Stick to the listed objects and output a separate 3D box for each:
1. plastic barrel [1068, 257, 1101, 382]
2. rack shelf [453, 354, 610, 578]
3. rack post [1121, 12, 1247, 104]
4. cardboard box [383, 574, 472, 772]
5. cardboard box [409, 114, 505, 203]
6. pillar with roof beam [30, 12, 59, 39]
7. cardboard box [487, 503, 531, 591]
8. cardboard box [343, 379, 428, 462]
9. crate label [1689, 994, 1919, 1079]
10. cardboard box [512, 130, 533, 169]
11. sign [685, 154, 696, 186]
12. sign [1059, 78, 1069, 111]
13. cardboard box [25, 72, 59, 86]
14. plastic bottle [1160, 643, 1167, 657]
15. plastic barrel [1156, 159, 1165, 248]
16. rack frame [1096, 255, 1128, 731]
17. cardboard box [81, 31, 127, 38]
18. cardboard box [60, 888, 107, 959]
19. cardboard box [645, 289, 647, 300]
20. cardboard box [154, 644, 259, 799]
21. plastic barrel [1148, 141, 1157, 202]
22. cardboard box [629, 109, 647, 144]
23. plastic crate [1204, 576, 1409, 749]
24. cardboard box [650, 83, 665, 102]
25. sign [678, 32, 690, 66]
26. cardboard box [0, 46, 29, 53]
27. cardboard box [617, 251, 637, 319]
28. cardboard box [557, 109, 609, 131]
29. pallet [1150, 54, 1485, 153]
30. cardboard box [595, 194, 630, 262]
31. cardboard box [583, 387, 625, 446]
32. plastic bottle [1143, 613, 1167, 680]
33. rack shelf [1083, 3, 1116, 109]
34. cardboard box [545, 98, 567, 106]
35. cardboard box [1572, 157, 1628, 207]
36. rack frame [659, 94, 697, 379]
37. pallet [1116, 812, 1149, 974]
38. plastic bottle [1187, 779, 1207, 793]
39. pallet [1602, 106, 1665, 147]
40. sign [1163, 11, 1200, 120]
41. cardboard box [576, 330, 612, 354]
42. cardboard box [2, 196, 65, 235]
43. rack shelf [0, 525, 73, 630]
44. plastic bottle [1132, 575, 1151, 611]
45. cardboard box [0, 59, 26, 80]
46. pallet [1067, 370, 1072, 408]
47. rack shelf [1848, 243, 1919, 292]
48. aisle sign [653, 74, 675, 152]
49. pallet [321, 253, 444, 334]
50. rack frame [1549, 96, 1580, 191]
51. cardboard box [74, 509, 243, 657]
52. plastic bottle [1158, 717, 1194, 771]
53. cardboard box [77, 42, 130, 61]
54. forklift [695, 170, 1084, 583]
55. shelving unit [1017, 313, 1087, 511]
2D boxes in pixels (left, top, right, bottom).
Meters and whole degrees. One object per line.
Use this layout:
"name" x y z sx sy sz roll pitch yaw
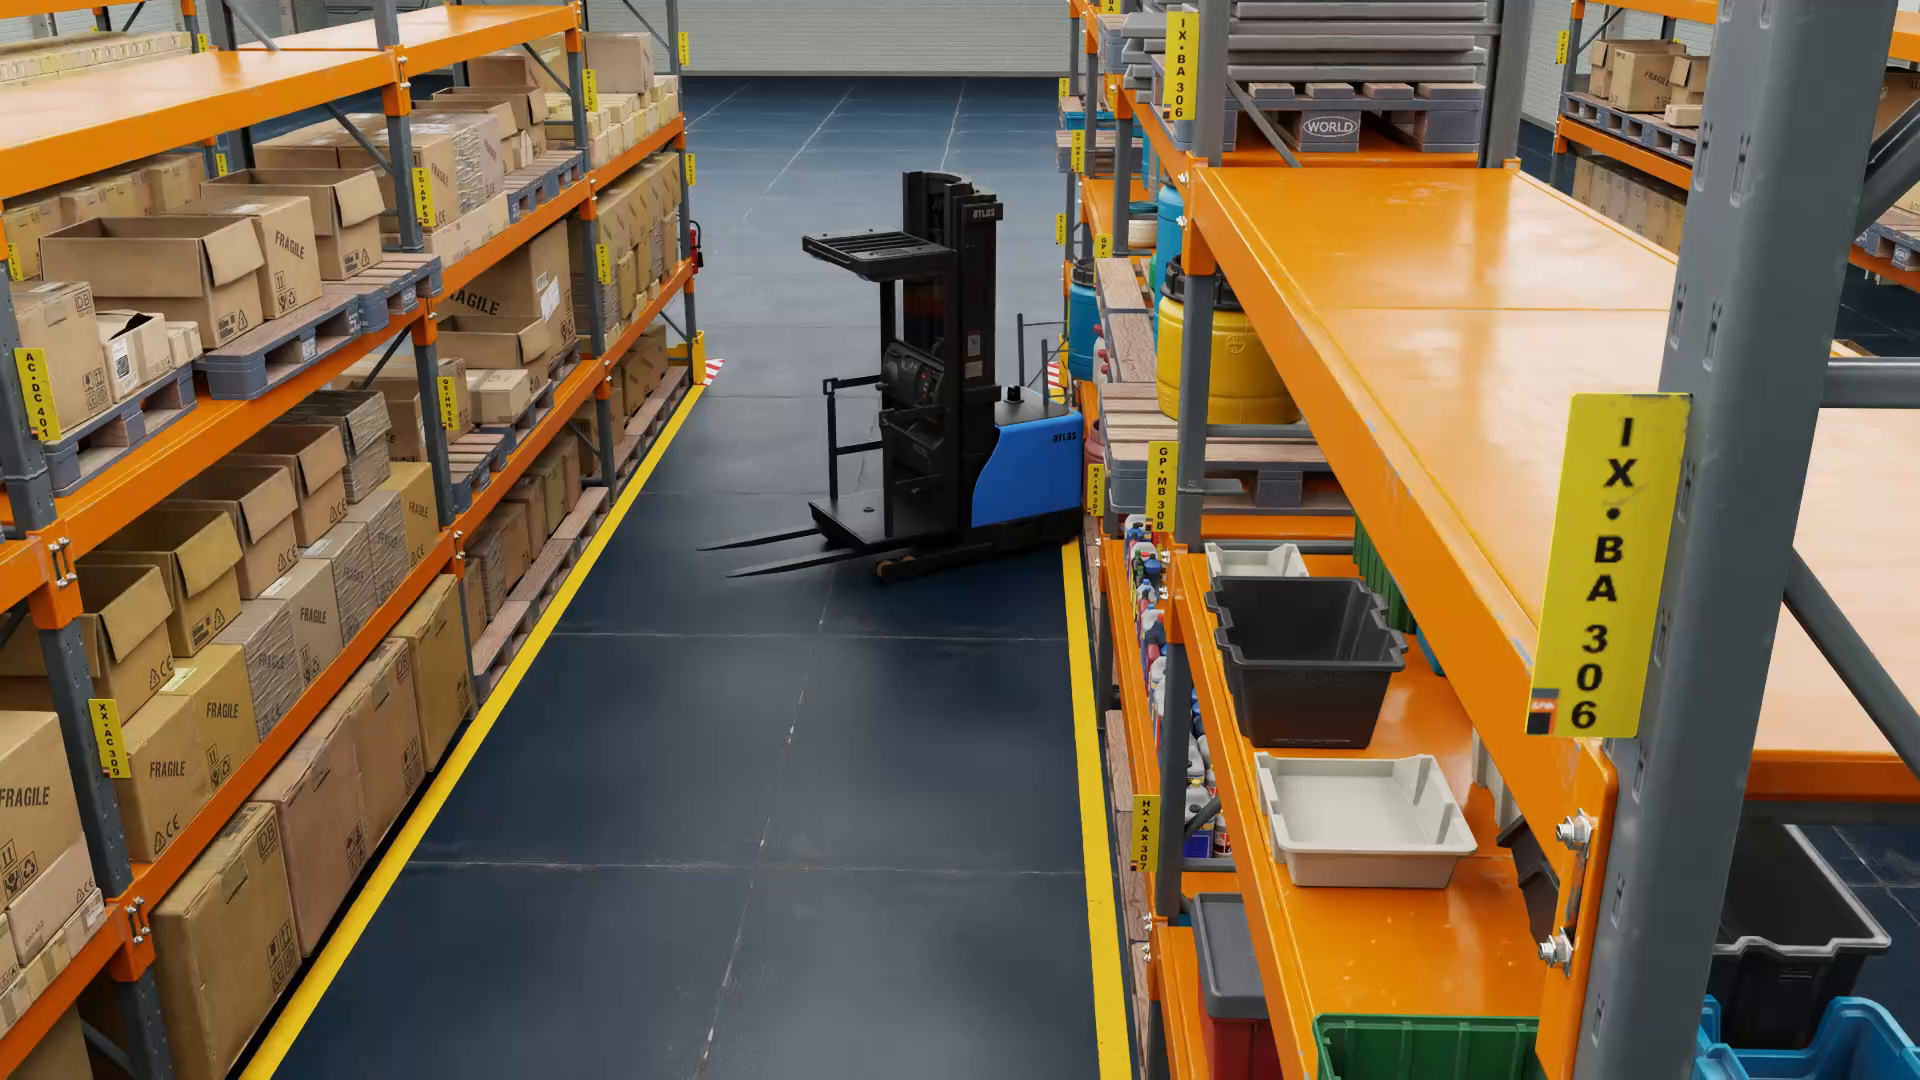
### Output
"plastic barrel" 1.168 -1.762 13.230 0.600 0.901 0.708 1 21 2
"rack shelf" -3.529 -0.660 12.079 1.077 0.370 4.000 1 21 2
"rack post" 1.174 -2.069 7.112 0.937 0.300 0.954 3 21 7
"cardboard box" -3.631 0.771 9.751 1.225 0.875 0.875 0 21 -1
"cardboard box" -3.291 -2.483 10.806 0.500 0.500 0.500 0 21 0
"pillar with roof beam" -14.285 -12.343 32.901 9.100 9.000 0.400 1 21 2
"cardboard box" -3.575 0.039 12.128 0.700 0.500 0.500 2 21 6
"cardboard box" -3.613 -0.711 10.495 0.500 0.500 0.500 -2 21 -5
"crate label" 1.469 1.015 2.825 0.408 0.251 0.502 1 21 2
"cardboard box" -3.396 -2.910 12.339 0.396 0.266 0.258 1 21 4
"sign" -2.792 -3.839 17.239 0.100 0.325 0.005 1 21 2
"sign" 1.055 -4.521 16.875 0.100 0.325 0.005 1 21 2
"cardboard box" -8.114 -3.876 14.302 0.500 0.250 0.500 0 21 1
"plastic bottle" 1.007 0.605 8.000 0.097 0.271 0.097 0 21 0
"plastic barrel" 1.341 -1.807 8.719 0.600 0.830 0.708 1 21 2
"rack frame" 1.361 -0.218 9.945 1.000 3.000 0.127 1 21 2
"cardboard box" -8.629 -5.035 16.737 0.380 0.149 0.250 1 21 2
"cardboard box" -3.393 1.405 6.110 0.380 0.149 0.250 1 21 2
"cardboard box" -3.166 -2.310 15.682 0.380 0.149 0.250 1 21 2
"cardboard box" -3.433 0.782 7.230 0.500 0.500 0.500 1 21 2
"plastic barrel" 1.664 -2.874 11.949 0.600 0.901 0.600 0 21 0
"cardboard box" -3.153 -3.769 15.156 0.500 0.250 0.500 0 21 1
"plastic crate" 0.928 0.337 4.548 0.497 0.269 0.590 1 21 2
"cardboard box" -3.050 -4.292 15.953 0.380 0.149 0.250 1 21 2
"sign" -2.792 -4.963 16.803 0.100 0.325 0.005 1 21 2
"cardboard box" -8.684 -4.390 15.077 0.380 0.149 0.250 1 21 2
"cardboard box" -3.342 -2.247 14.623 0.875 0.500 0.500 1 21 2
"cardboard box" -3.180 -3.543 14.022 0.380 0.149 0.250 1 21 2
"pallet" 1.234 -1.594 6.010 1.003 0.211 1.213 1 21 2
"cardboard box" -3.186 -2.711 14.438 0.500 0.500 0.500 1 21 2
"cardboard box" -3.406 -1.101 15.094 0.500 0.500 0.500 8 22 19
"plastic bottle" 0.974 0.517 8.118 0.144 0.351 0.185 1 21 2
"rack shelf" 1.422 -3.216 10.926 1.077 0.370 4.000 1 21 2
"cardboard box" -3.712 -3.831 14.764 0.380 0.149 0.250 2 21 4
"cardboard box" 6.527 -3.519 16.519 0.700 0.500 0.500 1 21 2
"rack frame" -3.346 -3.165 17.540 1.000 3.000 0.127 1 21 2
"pallet" 1.339 1.807 8.579 1.003 0.211 1.213 1 21 2
"plastic bottle" 0.969 1.085 6.861 0.097 0.201 0.097 0 21 0
"pallet" 6.474 -3.714 14.931 1.003 0.211 1.213 1 21 2
"sign" 0.690 -1.478 5.187 0.100 0.325 0.005 1 21 2
"cardboard box" -3.161 -1.676 14.050 0.380 0.149 0.250 1 21 2
"cardboard box" -8.476 -2.717 14.683 0.875 0.550 0.550 1 21 2
"rack shelf" -3.772 0.834 4.081 1.077 0.370 4.000 1 21 2
"plastic bottle" 0.976 0.284 8.924 0.097 0.201 0.097 0 21 0
"cardboard box" -8.065 -3.926 13.879 0.380 0.149 0.250 0 21 1
"pallet" 1.619 -1.489 17.075 1.003 0.211 1.213 1 21 2
"rack shelf" 6.373 -1.949 11.252 1.077 0.370 4.000 1 21 2
"aisle sign" -3.044 -4.396 17.119 0.394 0.787 0.004 1 21 2
"pallet" -3.556 -1.350 8.975 1.213 0.211 1.003 2 21 4
"rack frame" 6.555 -3.055 17.255 1.000 3.000 0.127 1 21 2
"cardboard box" -3.668 0.180 7.393 0.797 0.503 0.637 1 21 2
"plastic bottle" 0.946 0.848 7.264 0.144 0.351 0.185 1 21 2
"cardboard box" -8.011 -4.567 15.531 0.380 0.149 0.250 0 21 1
"forklift" -0.546 -1.258 12.719 3.031 2.935 1.130 -11 24 -27
"shelving unit" 0.842 -1.059 13.832 0.587 1.500 1.083 -5 20 -8
